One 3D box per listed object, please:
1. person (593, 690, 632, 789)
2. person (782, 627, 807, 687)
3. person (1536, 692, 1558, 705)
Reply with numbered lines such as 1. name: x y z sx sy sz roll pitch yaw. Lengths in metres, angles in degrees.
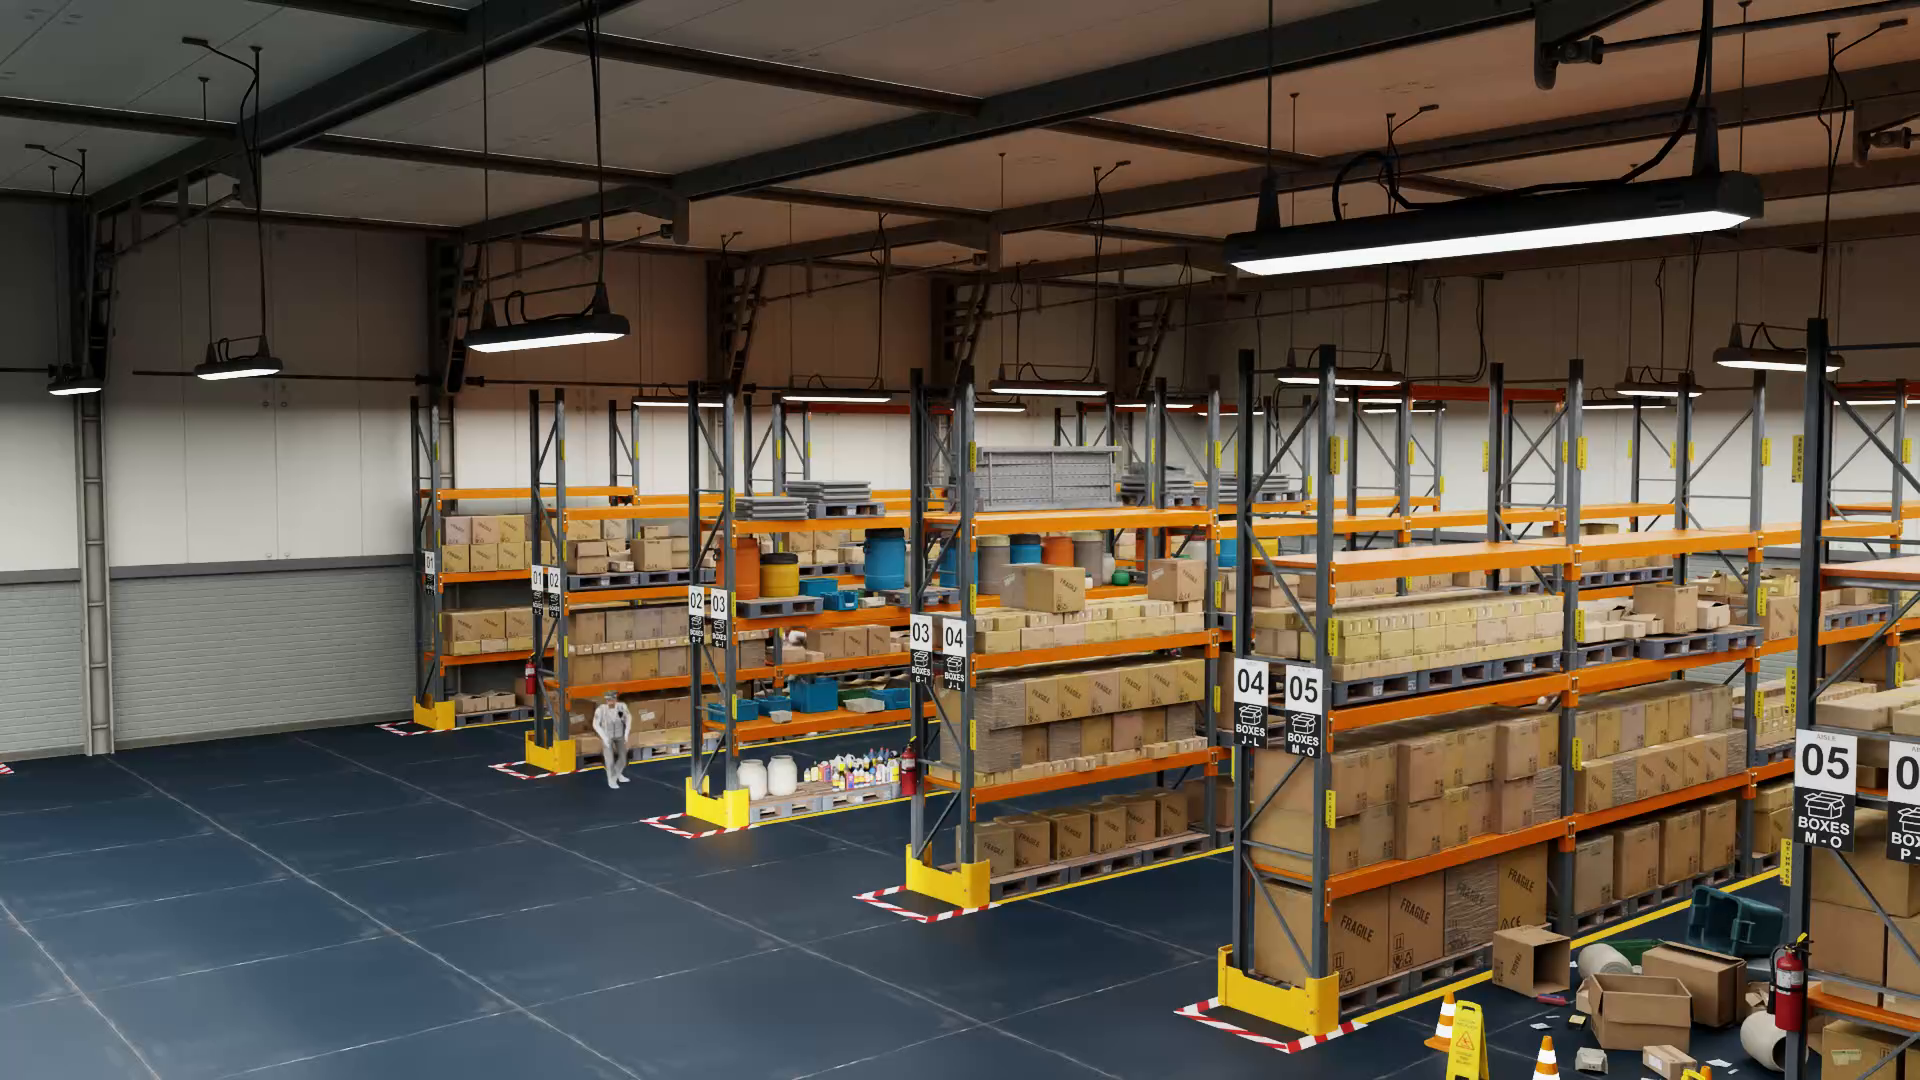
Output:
1. person: -5.179 2.945 24.783 0.610 1.521 0.833 -2 4 -25
2. person: -3.191 2.402 32.127 0.702 1.760 1.061 3 4 40
3. person: 8.446 2.870 23.925 0.660 1.754 0.632 -3 5 -44
